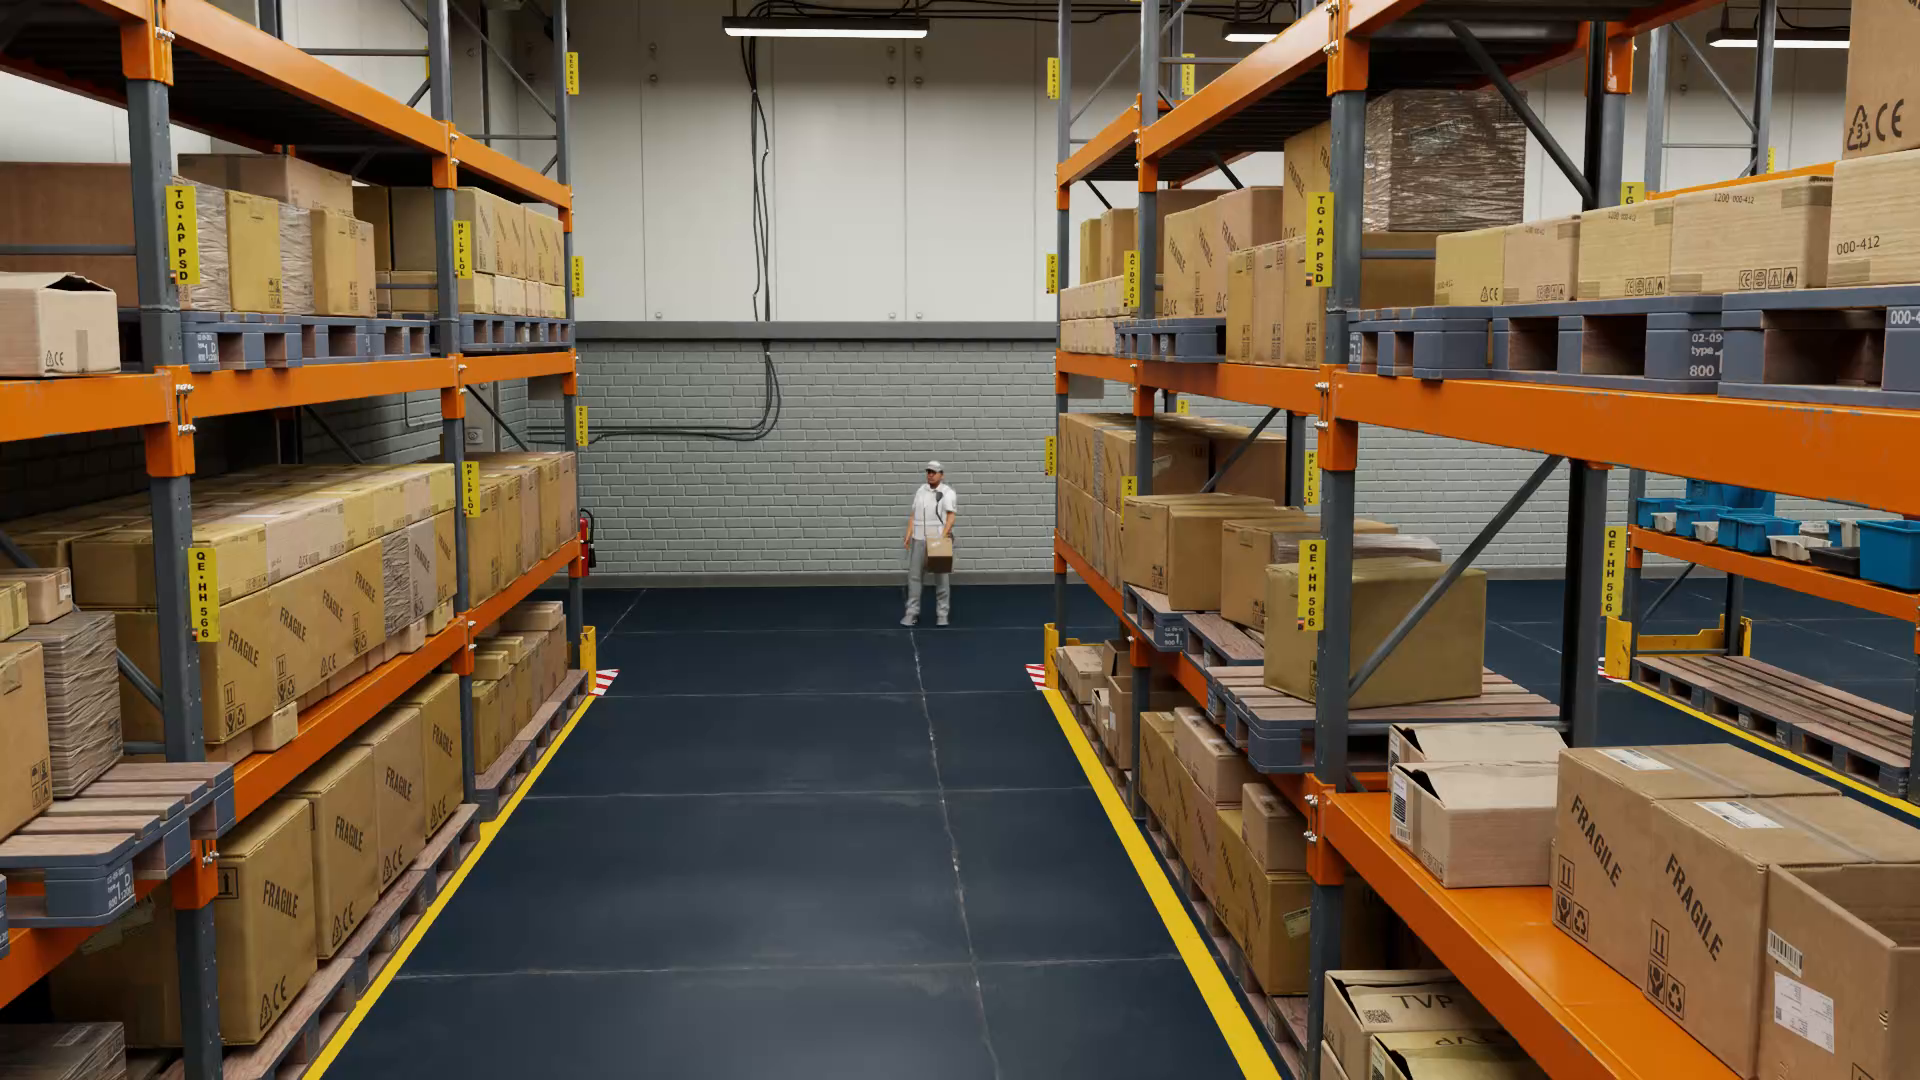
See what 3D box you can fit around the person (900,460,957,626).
[{"bbox_3d":[-0.300,0.031,16.900,0.512,1.669,0.511,3,8,26],"label":"person"}]
